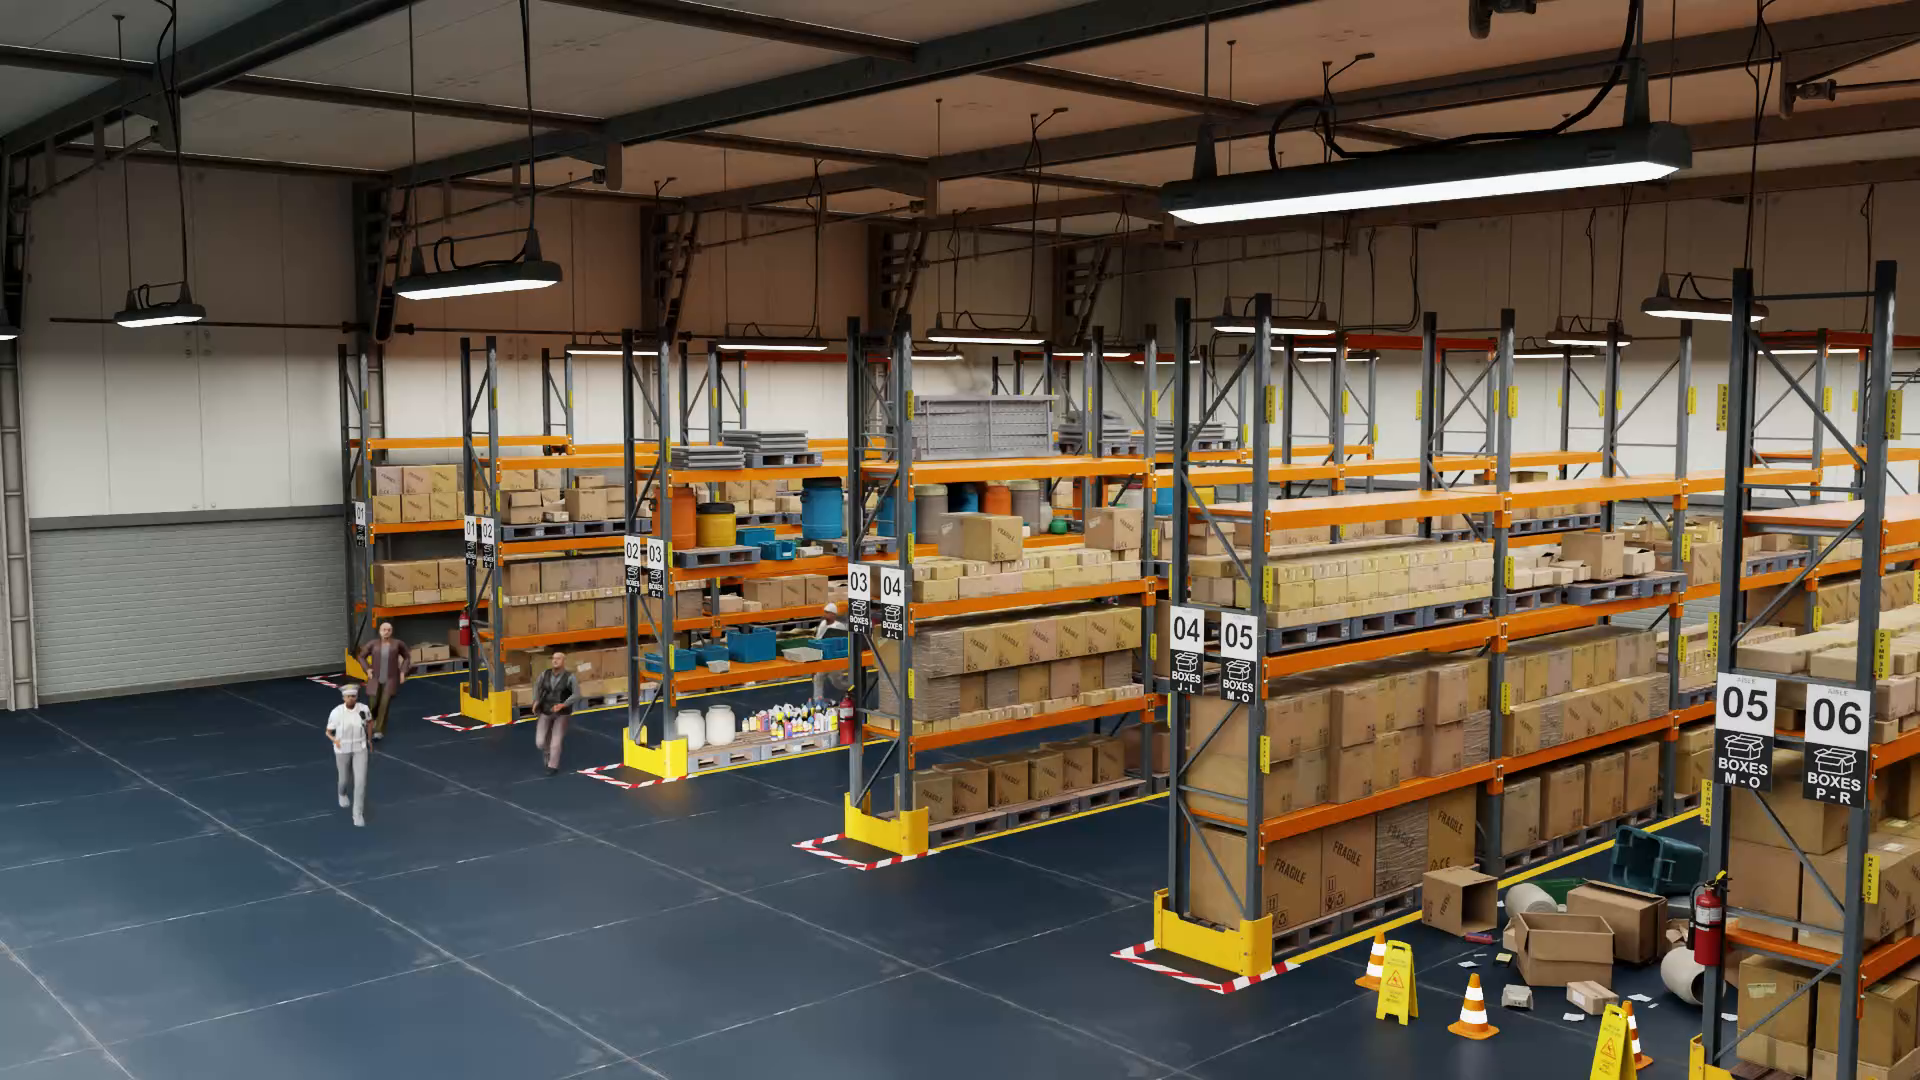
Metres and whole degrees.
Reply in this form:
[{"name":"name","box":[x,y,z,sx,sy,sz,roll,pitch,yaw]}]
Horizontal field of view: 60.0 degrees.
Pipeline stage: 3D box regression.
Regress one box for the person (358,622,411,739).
[{"name":"person","box":[-8.598,2.087,24.863,0.754,1.730,0.748,-1,5,-14]}]

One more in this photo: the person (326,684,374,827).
[{"name":"person","box":[-7.347,2.542,20.056,0.564,1.691,0.876,-3,6,-26]}]

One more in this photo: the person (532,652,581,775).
[{"name":"person","box":[-5.436,2.333,22.370,0.683,1.651,0.540,0,5,1]}]

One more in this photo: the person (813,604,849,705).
[{"name":"person","box":[-2.072,1.889,26.469,0.994,1.762,0.691,-5,7,-45]}]
